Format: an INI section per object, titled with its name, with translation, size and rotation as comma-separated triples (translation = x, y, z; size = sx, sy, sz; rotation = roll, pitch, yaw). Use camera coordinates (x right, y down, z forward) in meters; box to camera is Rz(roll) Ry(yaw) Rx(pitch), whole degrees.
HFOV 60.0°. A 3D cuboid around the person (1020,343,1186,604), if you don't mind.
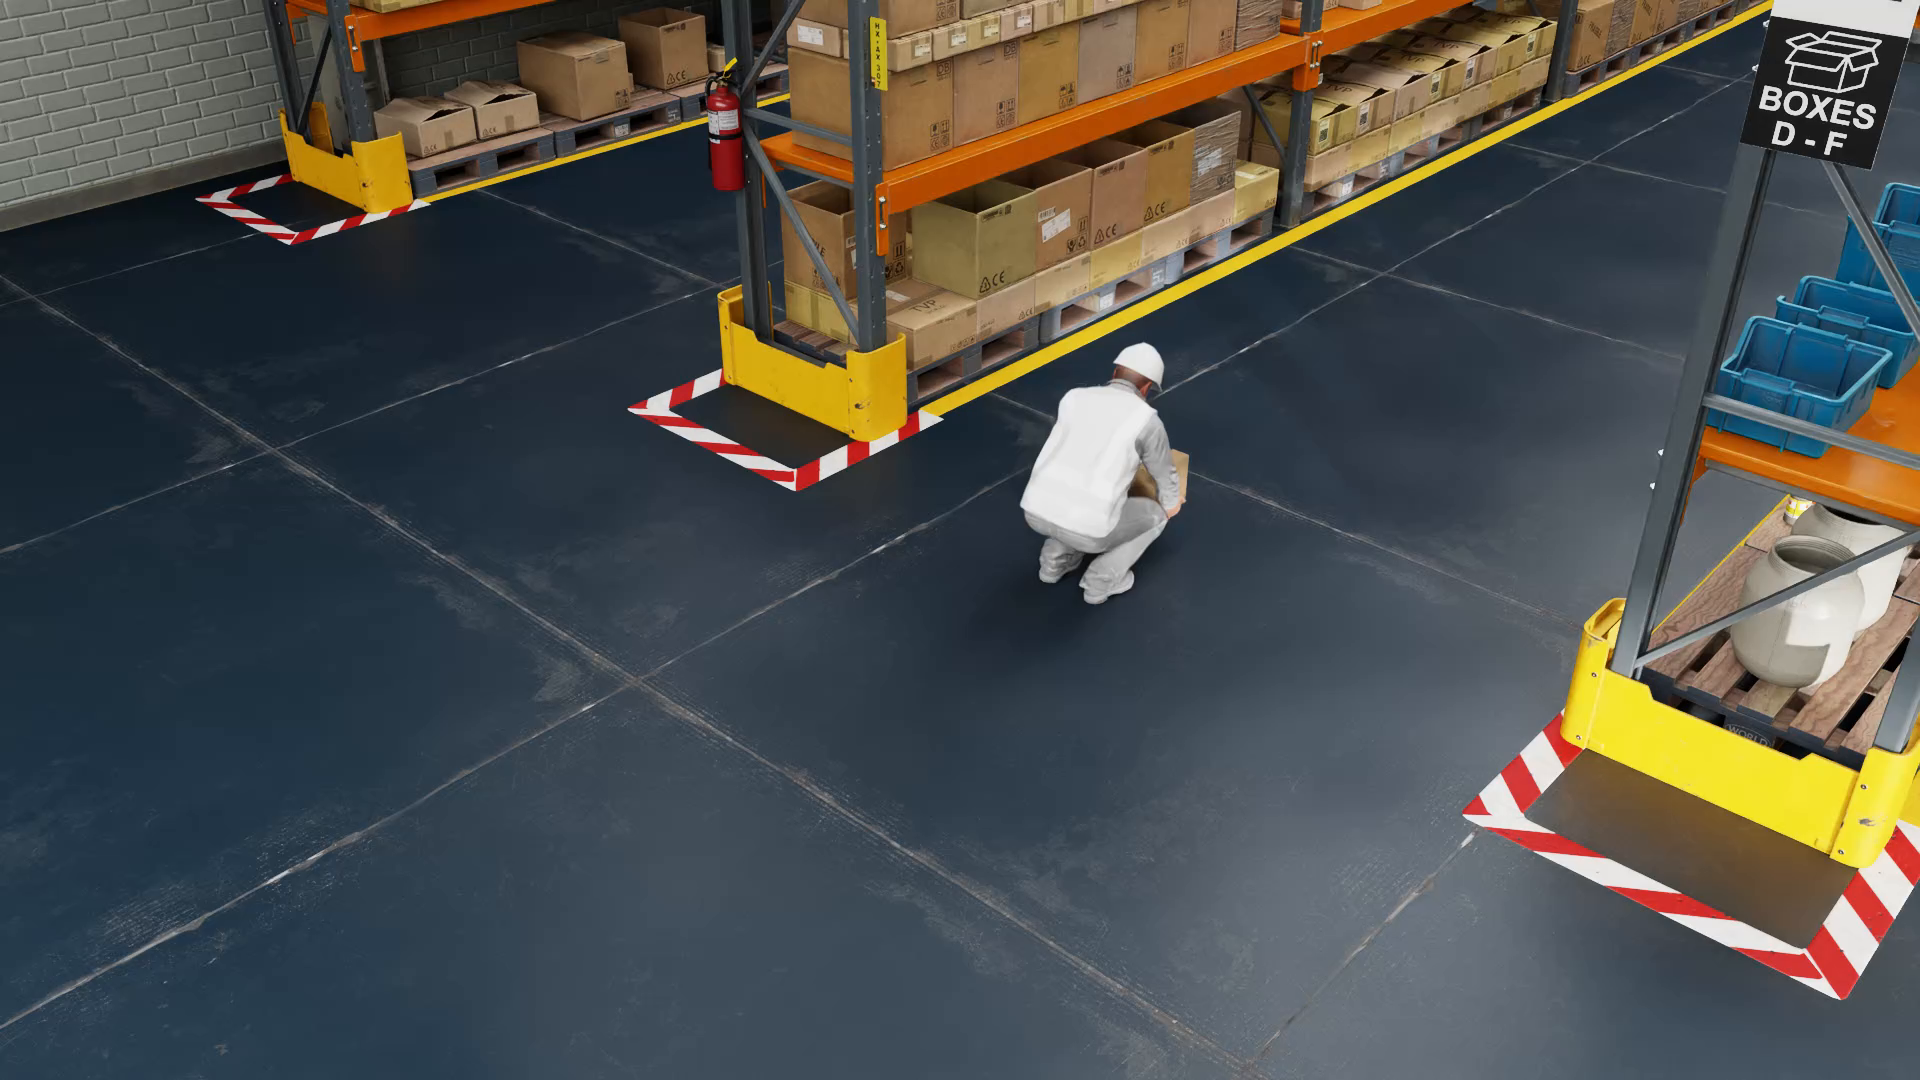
[person]
translation = 0.638, -0.298, 7.356
size = 0.538, 1.004, 0.861
rotation = 25, 39, 35
